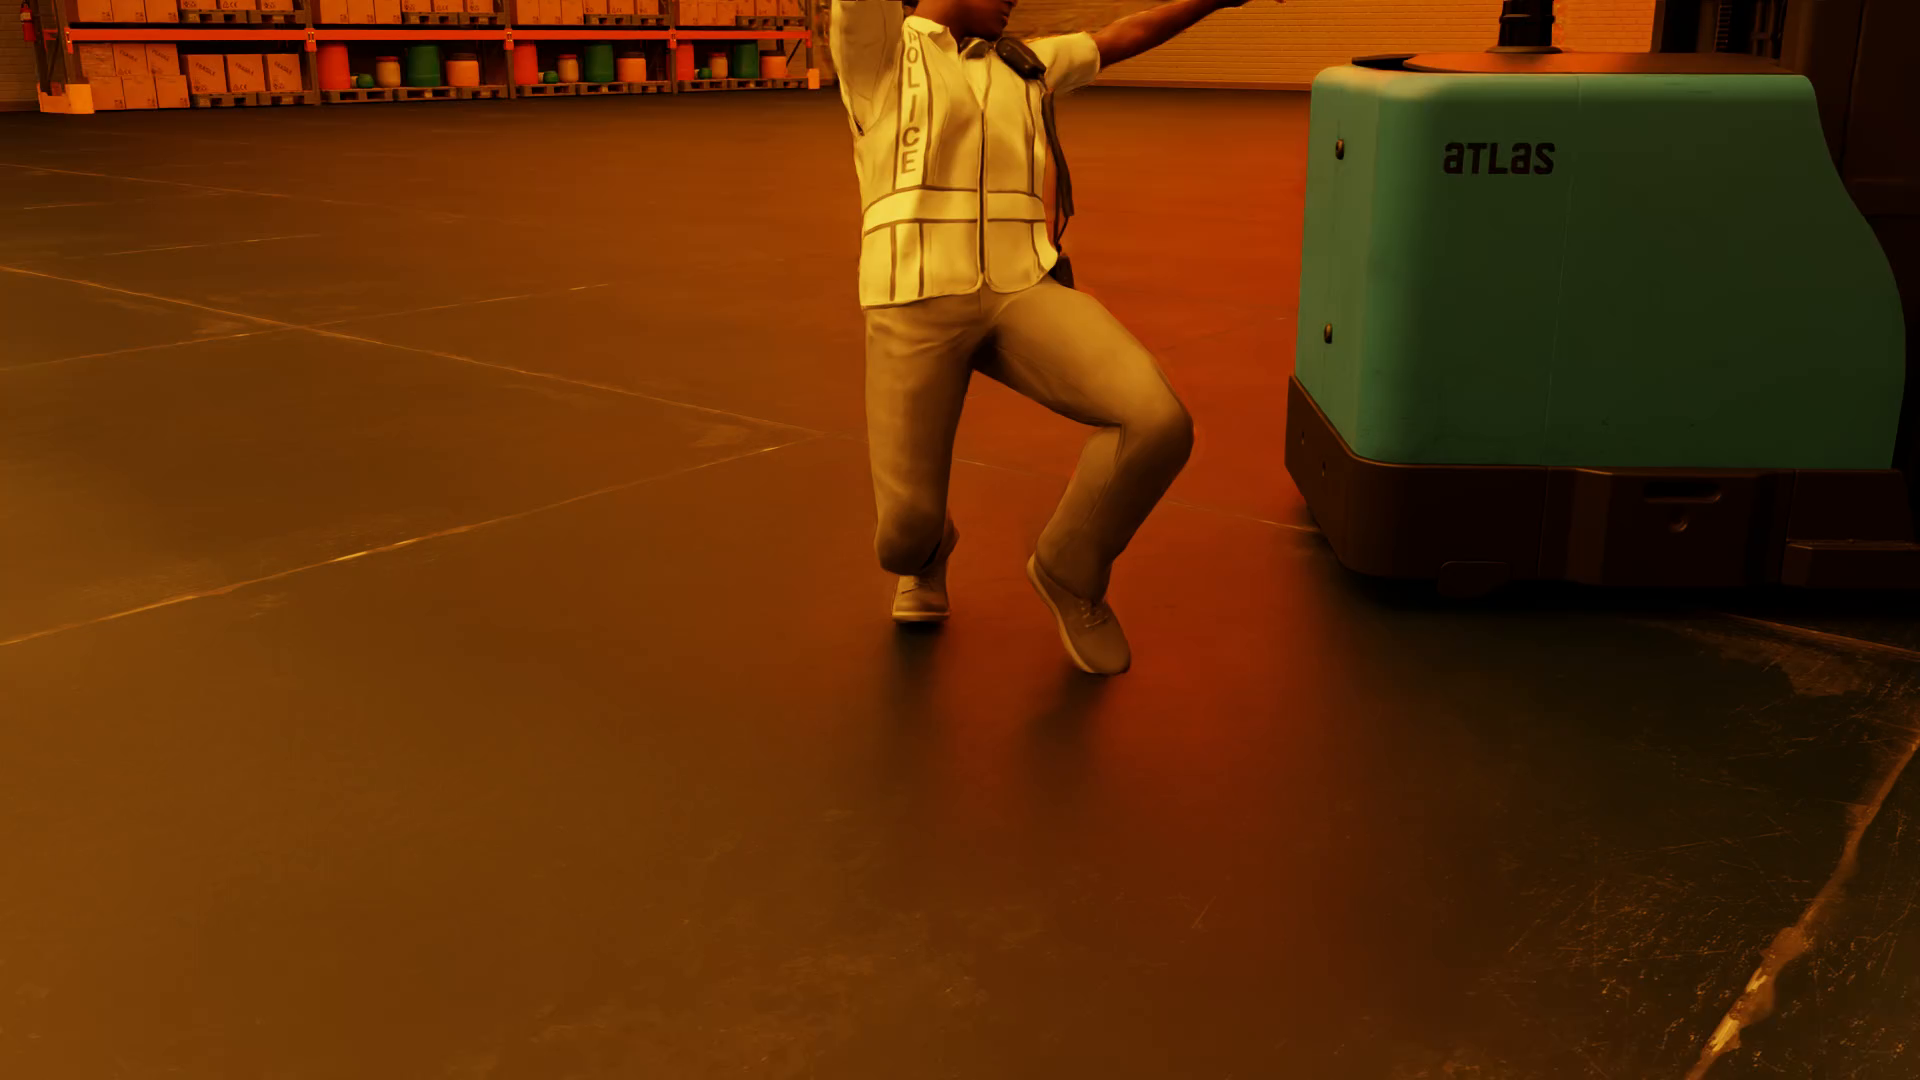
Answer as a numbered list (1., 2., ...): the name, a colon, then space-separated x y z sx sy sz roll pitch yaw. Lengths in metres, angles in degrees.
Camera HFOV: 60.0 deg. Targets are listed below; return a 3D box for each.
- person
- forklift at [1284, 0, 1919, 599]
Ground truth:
1. person: 0.273 -0.544 3.135 1.017 1.567 0.823 -6 18 -19
2. forklift: 2.341 -1.387 3.465 3.031 2.935 1.130 1 17 2
